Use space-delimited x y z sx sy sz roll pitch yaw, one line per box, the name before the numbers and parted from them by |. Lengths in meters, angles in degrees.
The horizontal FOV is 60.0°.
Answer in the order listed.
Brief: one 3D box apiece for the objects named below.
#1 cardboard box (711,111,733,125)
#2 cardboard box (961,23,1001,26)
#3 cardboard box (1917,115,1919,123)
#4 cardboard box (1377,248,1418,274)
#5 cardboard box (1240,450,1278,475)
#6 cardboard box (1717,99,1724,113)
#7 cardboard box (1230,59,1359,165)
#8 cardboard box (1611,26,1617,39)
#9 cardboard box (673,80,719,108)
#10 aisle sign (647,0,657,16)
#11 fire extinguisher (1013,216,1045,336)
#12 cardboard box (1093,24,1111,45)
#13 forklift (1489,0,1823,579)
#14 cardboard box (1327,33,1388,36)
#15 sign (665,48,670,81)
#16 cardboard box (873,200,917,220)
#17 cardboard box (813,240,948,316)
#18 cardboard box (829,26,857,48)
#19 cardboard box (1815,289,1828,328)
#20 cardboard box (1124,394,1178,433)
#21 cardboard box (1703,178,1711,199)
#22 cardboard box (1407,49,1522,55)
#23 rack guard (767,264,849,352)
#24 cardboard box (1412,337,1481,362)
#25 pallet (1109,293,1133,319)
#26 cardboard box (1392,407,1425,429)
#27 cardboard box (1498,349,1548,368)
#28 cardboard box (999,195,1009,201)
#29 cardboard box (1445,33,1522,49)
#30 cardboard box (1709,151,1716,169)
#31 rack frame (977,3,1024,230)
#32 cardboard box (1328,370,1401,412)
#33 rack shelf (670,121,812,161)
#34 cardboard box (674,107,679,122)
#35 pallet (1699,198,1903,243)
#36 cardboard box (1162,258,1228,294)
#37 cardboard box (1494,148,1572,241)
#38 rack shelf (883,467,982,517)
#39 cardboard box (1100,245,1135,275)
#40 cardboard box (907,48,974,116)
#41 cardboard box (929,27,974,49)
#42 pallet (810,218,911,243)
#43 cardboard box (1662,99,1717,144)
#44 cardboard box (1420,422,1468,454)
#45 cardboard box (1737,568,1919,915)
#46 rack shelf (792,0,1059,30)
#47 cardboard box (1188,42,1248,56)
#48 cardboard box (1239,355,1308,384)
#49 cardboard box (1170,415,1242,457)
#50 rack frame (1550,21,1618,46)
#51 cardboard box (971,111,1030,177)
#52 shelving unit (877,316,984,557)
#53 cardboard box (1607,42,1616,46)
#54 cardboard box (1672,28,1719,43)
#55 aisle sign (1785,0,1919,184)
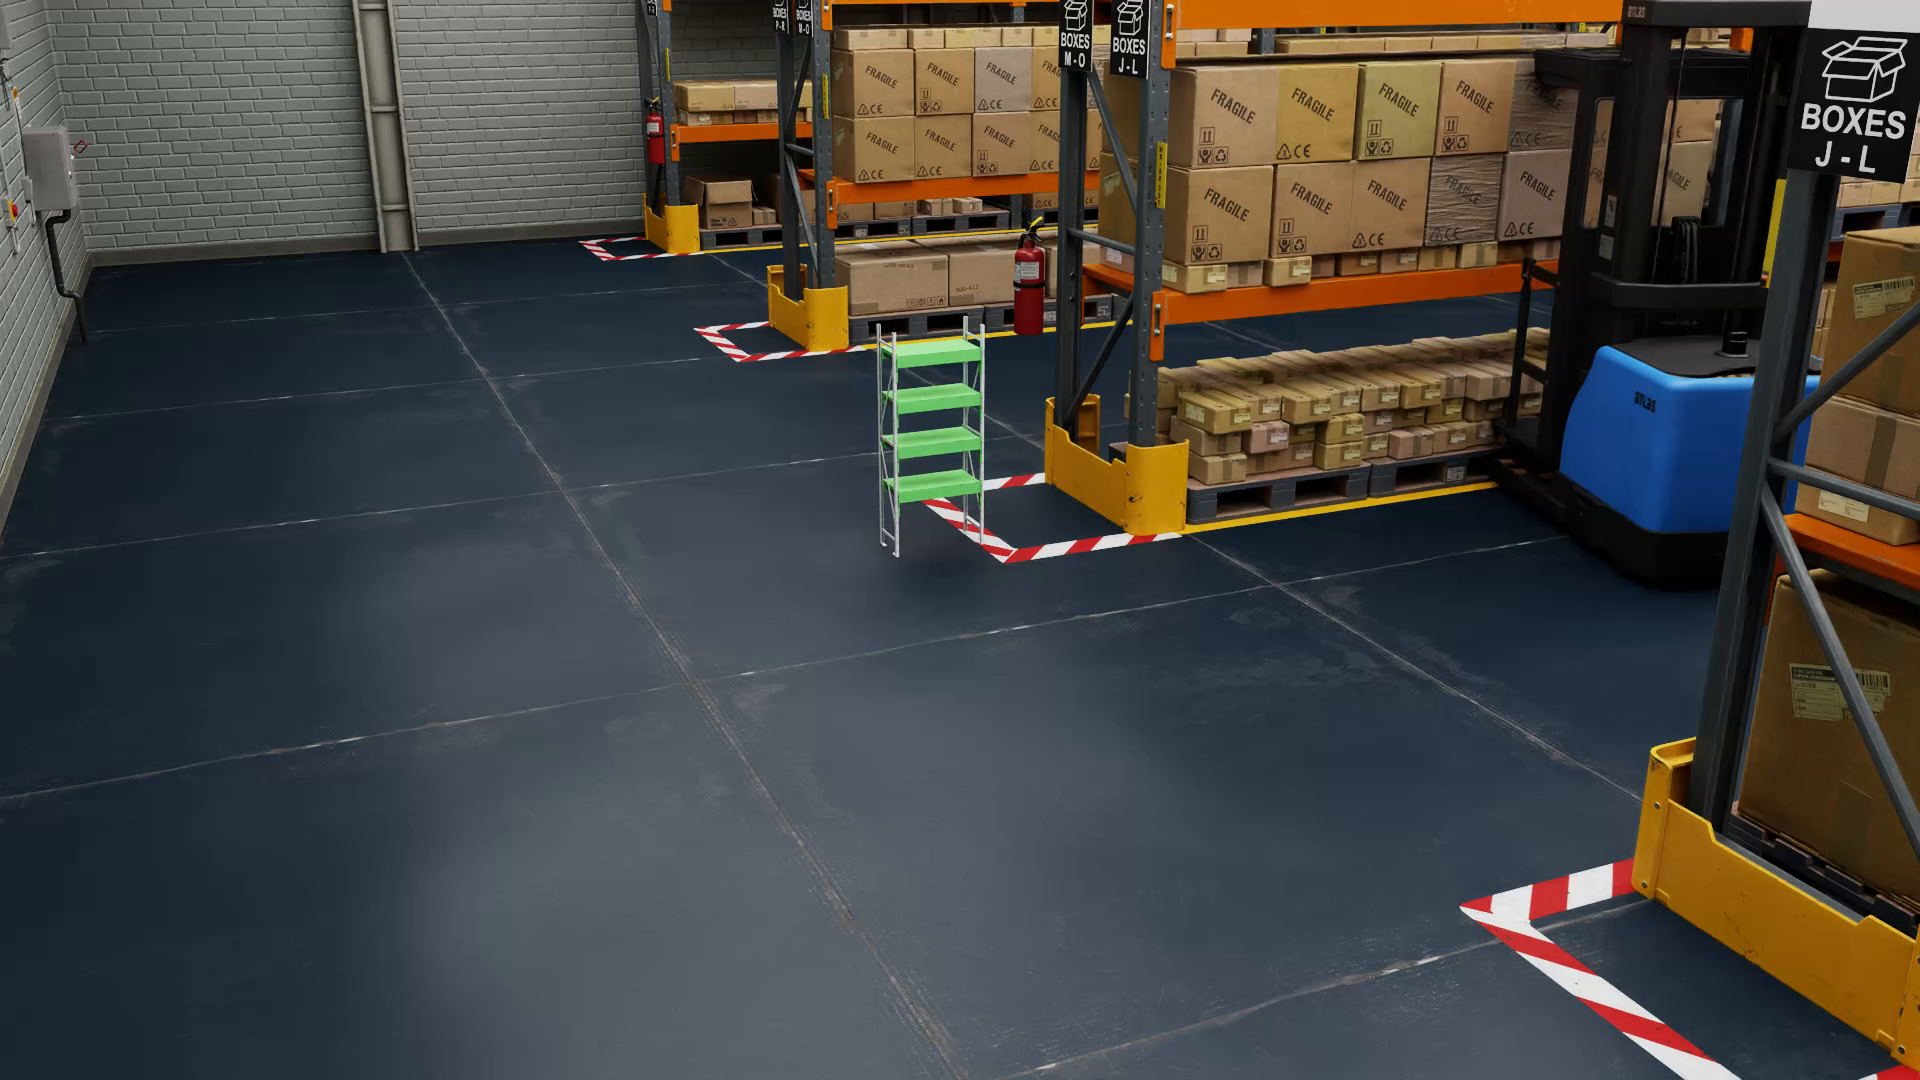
cardboard box | -2.588 -4.516 17.711 0.250 0.149 0.380 -8 21 -21
cardboard box | 0.156 -4.232 13.892 0.250 0.149 0.380 -8 21 -21
cardboard box | 6.448 -2.856 11.466 0.250 0.149 0.380 -7 21 -20
cardboard box | 2.402 -1.636 9.529 0.250 0.149 0.380 -9 21 -23
cardboard box | 1.625 -0.502 9.593 0.250 0.149 0.380 -8 21 -22
cardboard box | 7.467 -4.367 16.654 0.250 0.149 0.380 -7 21 -19
cardboard box | 1.787 -2.324 9.001 0.500 0.500 0.500 -8 21 -20
cardboard box | 8.650 -6.749 22.099 0.250 0.149 0.380 -9 21 -23
cardboard box | -2.897 -4.839 18.026 0.500 0.250 0.500 -8 21 -20
aisle sign | -3.160 -5.755 16.937 0.004 0.787 0.394 -8 21 -22
fire extinguisher | 0.395 -1.514 9.482 0.183 0.674 0.296 -8 21 -22
cardboard box | 1.073 -4.179 13.742 0.250 0.149 0.380 -9 21 -23
forklift | 3.772 -1.635 9.253 1.130 2.935 3.031 -2 19 -5
cardboard box | 3.685 -4.426 15.419 0.500 0.500 0.500 -7 21 -20
sign | -2.999 -4.871 17.035 0.005 0.325 0.100 -8 21 -22
cardboard box | -0.861 -3.935 18.814 0.500 0.500 0.700 -9 21 -24
cardboard box | -0.678 -2.221 14.040 0.875 0.438 0.875 -9 21 -24
cardboard box | -0.994 -4.048 13.368 0.250 0.149 0.380 -8 21 -21
cardboard box | 5.265 -1.534 10.864 0.500 0.250 0.500 -9 21 -24
cardboard box | 1.181 -0.768 9.900 0.250 0.149 0.380 -9 21 -23
cardboard box | 4.768 -2.337 10.888 0.250 0.149 0.380 -9 21 -23
cardboard box | 3.026 -2.689 10.038 0.500 0.500 0.500 -8 21 -21
rack guard | -1.266 -1.932 13.757 0.348 0.500 1.175 -8 21 -22
cardboard box | 3.098 -1.180 10.622 0.250 0.149 0.380 -8 21 -21
pallet | 1.699 -2.249 15.092 1.213 0.211 1.003 -8 21 -22
cardboard box | 2.573 -0.793 9.971 0.250 0.149 0.380 -7 21 -19
cardboard box | 3.545 -1.061 10.284 0.250 0.149 0.380 -7 21 -20
cardboard box | 0.793 -4.328 19.928 0.500 0.500 0.500 -8 21 -22
cardboard box | 4.804 -4.405 15.359 0.500 0.500 0.500 -8 21 -22
cardboard box | 4.769 -2.477 10.838 0.250 0.149 0.380 -7 21 -20
rack frame | 0.459 -5.154 19.143 0.127 3.000 1.000 -8 21 -22
cardboard box | 2.366 -0.876 9.758 0.250 0.149 0.380 -7 21 -20
rack shelf | -1.377 -4.551 18.515 4.000 0.370 1.077 -8 21 -22
cardboard box | -3.016 -4.635 18.047 0.250 0.149 0.380 -8 21 -23
pallet | 5.241 -2.110 10.788 1.213 0.211 1.003 -8 21 -22
cardboard box | 1.237 -1.442 8.981 0.250 0.149 0.380 -8 21 -22
cardboard box | 3.215 -2.049 9.727 0.500 0.500 0.500 -8 21 -22
rack shelf | -0.152 -0.258 8.862 0.480 0.148 0.258 -8 21 -22
cardboard box | 0.997 -1.629 9.510 0.250 0.149 0.380 -8 21 -22
cardboard box | -0.219 -3.680 13.300 0.500 0.500 0.500 -9 21 -23
cardboard box | -0.078 -3.997 13.225 0.250 0.149 0.380 -9 21 -24
pallet | -1.294 -3.587 18.891 1.213 0.211 1.003 -8 21 -22
cardboard box | 4.158 -2.659 9.954 0.500 0.500 0.500 -9 21 -24
cardboard box | 2.832 -0.651 10.013 0.250 0.149 0.380 -8 21 -22
cardboard box | 3.237 0.603 5.360 0.875 0.875 0.875 -8 21 -22
rack shelf | 0.592 -4.453 13.720 4.000 0.370 1.077 -8 21 -22
cardboard box | 2.105 -4.013 14.247 0.500 0.500 0.500 -8 21 -22
cardboard box | 1.899 -1.002 10.117 0.250 0.149 0.380 -9 21 -24
cardboard box | 1.392 -0.603 9.429 0.250 0.149 0.380 -7 21 -20
rack frame | 6.101 -4.167 16.340 0.127 3.000 1.000 -8 21 -22
cardboard box | 0.238 -3.274 13.653 0.500 0.500 0.500 -8 21 -22
shelving unit | -0.152 -0.544 8.761 0.503 1.200 0.258 -8 21 -22
cardboard box | 6.409 -4.697 16.615 0.500 0.500 0.500 -9 21 -23
cardboard box | 7.492 -5.160 16.952 0.250 0.149 0.380 -9 21 -25
aisle sign | 2.496 -1.401 4.569 0.004 0.787 0.394 -8 21 -22
